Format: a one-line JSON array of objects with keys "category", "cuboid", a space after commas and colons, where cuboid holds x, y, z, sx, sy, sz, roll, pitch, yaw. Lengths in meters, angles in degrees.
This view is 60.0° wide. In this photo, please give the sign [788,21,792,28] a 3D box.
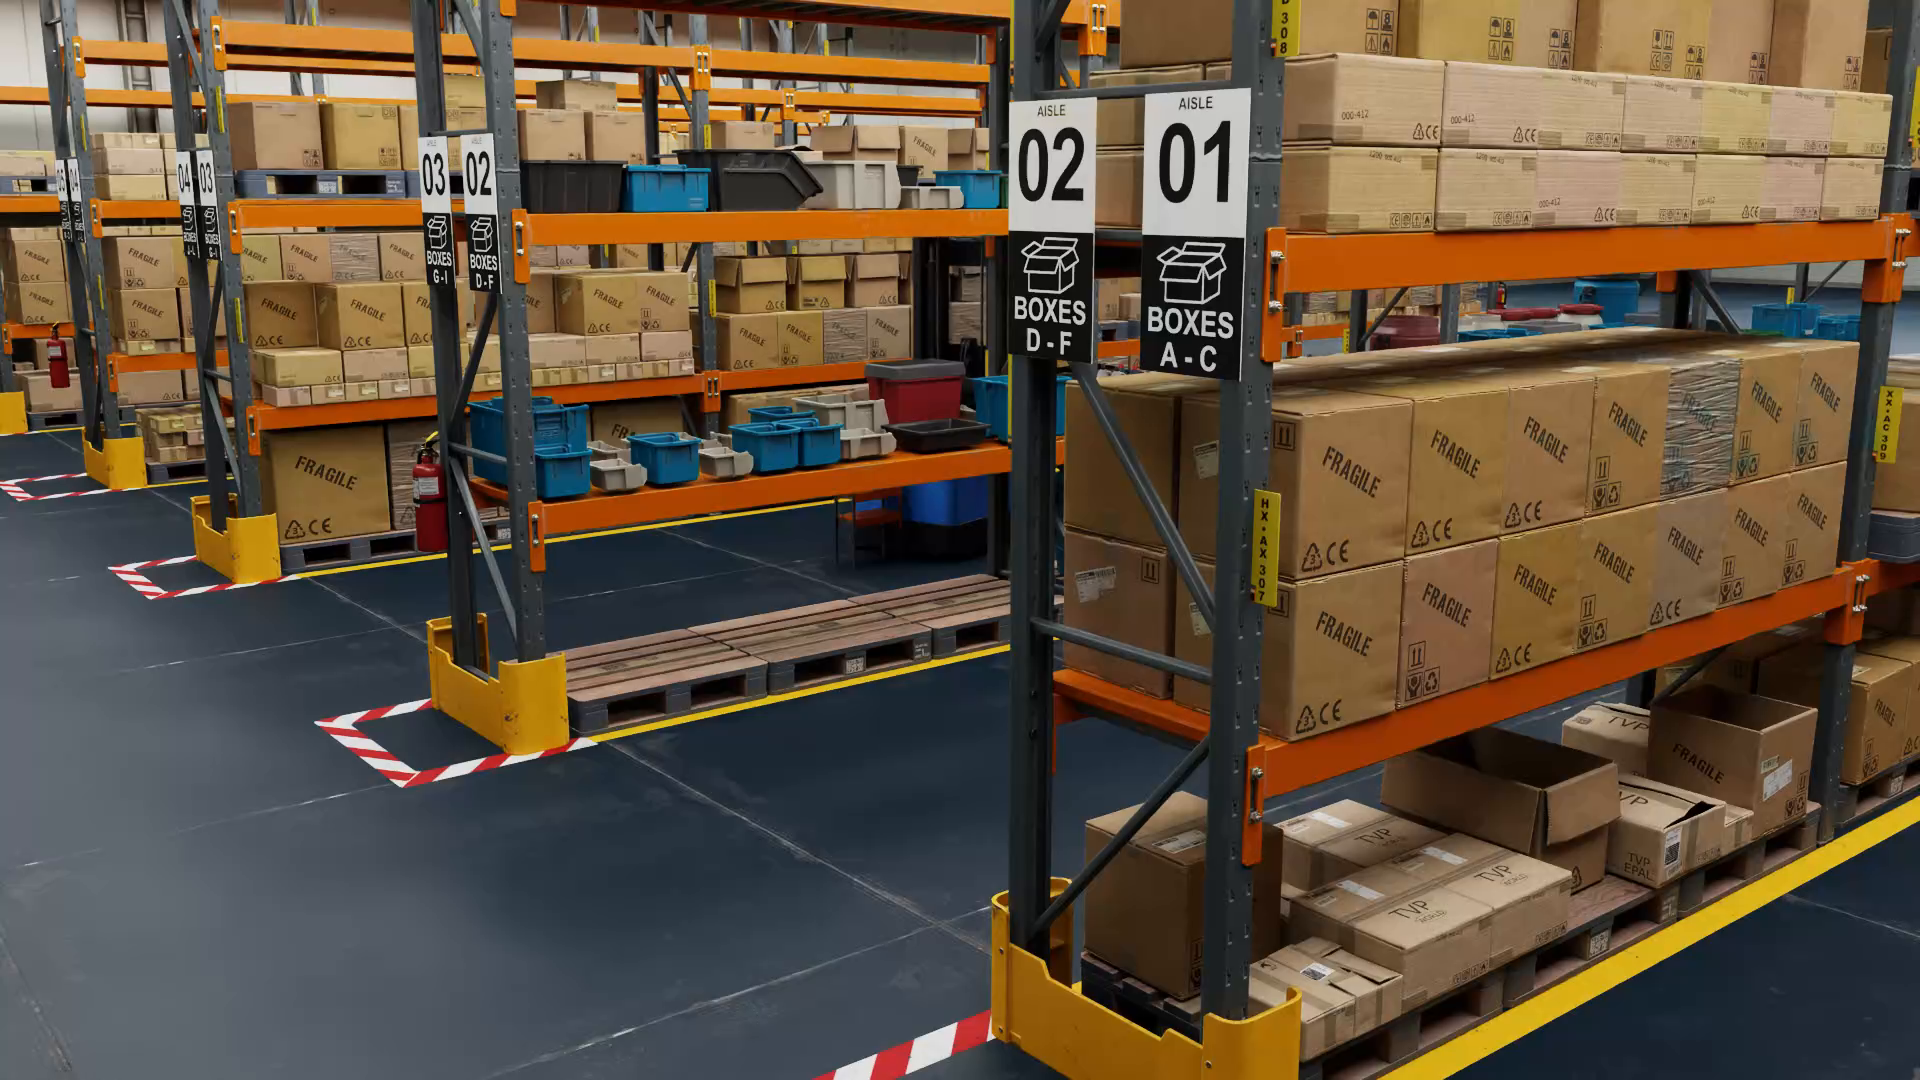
[{"category": "sign", "cuboid": [-2.088, -6.448, 20.390, 0.005, 0.325, 0.100, -9, 15, -38]}]

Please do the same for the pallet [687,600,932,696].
[{"category": "pallet", "cuboid": [-0.947, 0.661, 10.510, 1.213, 0.211, 1.003, -9, 15, -38]}]

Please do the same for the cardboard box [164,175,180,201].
[{"category": "cardboard box", "cuboid": [-7.757, -3.545, 16.740, 0.500, 0.250, 0.500, -9, 15, -36]}]

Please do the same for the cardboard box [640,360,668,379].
[{"category": "cardboard box", "cuboid": [-2.773, -1.519, 14.664, 0.250, 0.149, 0.380, -9, 15, -37]}]

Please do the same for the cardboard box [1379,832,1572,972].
[{"category": "cardboard box", "cuboid": [1.907, 1.334, 6.185, 0.500, 0.250, 0.500, -9, 15, -38]}]

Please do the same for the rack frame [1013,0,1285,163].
[{"category": "rack frame", "cuboid": [0.524, -2.576, 4.596, 0.127, 3.000, 1.000, -9, 15, -38]}]

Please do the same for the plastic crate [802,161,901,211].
[{"category": "plastic crate", "cuboid": [-0.644, -2.092, 9.824, 0.530, 0.282, 0.437, -9, 15, -38]}]

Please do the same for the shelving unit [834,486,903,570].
[{"category": "shelving unit", "cuboid": [-0.724, -0.407, 13.155, 0.503, 1.200, 0.258, -11, 16, -42]}]

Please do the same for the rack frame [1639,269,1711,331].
[{"category": "rack frame", "cuboid": [6.803, -2.002, 16.338, 0.127, 3.000, 1.000, -9, 15, -38]}]

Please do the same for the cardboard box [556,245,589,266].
[{"category": "cardboard box", "cuboid": [-5.846, -4.323, 24.616, 0.500, 0.500, 0.500, -10, 16, -39]}]

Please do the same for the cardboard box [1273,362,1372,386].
[{"category": "cardboard box", "cuboid": [1.094, -0.348, 5.896, 0.500, 0.500, 0.500, -9, 15, -36]}]

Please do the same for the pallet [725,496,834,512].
[{"category": "pallet", "cuboid": [-1.983, -0.516, 16.051, 1.213, 0.211, 1.003, -9, 15, -38]}]

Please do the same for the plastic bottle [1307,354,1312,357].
[{"category": "plastic bottle", "cuboid": [2.855, -1.387, 13.722, 0.133, 0.283, 0.061, -9, 15, -38]}]

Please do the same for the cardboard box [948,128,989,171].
[{"category": "cardboard box", "cuboid": [0.154, -3.919, 16.883, 0.637, 0.503, 0.797, -8, 15, -34]}]

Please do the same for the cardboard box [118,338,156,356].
[{"category": "cardboard box", "cuboid": [-8.223, -1.932, 16.612, 0.250, 0.149, 0.380, -10, 15, -38]}]

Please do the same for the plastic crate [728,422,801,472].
[{"category": "plastic crate", "cuboid": [-1.141, -0.542, 9.720, 0.300, 0.233, 0.416, -9, 15, -38]}]

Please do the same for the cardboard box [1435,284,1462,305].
[{"category": "cardboard box", "cuboid": [6.070, -3.368, 21.812, 0.500, 0.500, 0.875, -9, 15, -38]}]

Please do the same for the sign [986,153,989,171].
[{"category": "sign", "cuboid": [0.214, -2.526, 11.558, 0.005, 0.325, 0.100, -9, 15, -38]}]

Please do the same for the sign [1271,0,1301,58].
[{"category": "sign", "cuboid": [0.863, -1.448, 4.402, 0.005, 0.325, 0.100, -9, 15, -38]}]

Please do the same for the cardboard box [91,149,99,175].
[{"category": "cardboard box", "cuboid": [-8.480, -3.806, 16.766, 0.500, 0.250, 0.500, -10, 16, -39]}]

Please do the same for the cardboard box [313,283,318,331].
[{"category": "cardboard box", "cuboid": [-6.971, -2.476, 17.613, 0.500, 0.500, 0.500, -10, 16, -39]}]

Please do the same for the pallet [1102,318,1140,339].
[{"category": "pallet", "cuboid": [2.106, -2.456, 18.937, 1.213, 0.211, 1.003, -9, 15, -38]}]

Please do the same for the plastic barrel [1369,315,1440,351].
[{"category": "plastic barrel", "cuboid": [3.853, -1.659, 14.394, 0.708, 0.536, 0.600, -9, 15, -38]}]

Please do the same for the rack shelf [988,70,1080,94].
[{"category": "rack shelf", "cuboid": [2.147, -4.933, 18.392, 4.000, 0.370, 1.077, -9, 15, -38]}]

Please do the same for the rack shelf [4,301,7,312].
[{"category": "rack shelf", "cuboid": [-13.394, -3.568, 25.443, 4.000, 0.370, 1.077, -9, 15, -38]}]

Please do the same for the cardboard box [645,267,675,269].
[{"category": "cardboard box", "cuboid": [-3.736, -3.313, 20.672, 0.250, 0.149, 0.380, -9, 15, -35]}]

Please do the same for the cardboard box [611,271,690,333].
[{"category": "cardboard box", "cuboid": [-2.730, -2.104, 14.654, 0.500, 0.500, 0.500, -9, 15, -36]}]

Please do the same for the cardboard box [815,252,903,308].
[{"category": "cardboard box", "cuboid": [-1.026, -2.562, 16.316, 0.637, 0.503, 0.797, -9, 15, -36]}]

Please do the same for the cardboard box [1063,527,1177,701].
[{"category": "cardboard box", "cuboid": [0.704, 0.207, 5.690, 0.500, 0.500, 0.500, -9, 15, -36]}]

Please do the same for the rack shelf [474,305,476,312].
[{"category": "rack shelf", "cuboid": [-7.167, -3.283, 24.099, 4.000, 0.370, 1.077, -9, 15, -38]}]

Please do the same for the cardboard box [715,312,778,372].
[{"category": "cardboard box", "cuboid": [-2.023, -1.836, 15.312, 0.500, 0.500, 0.500, -9, 15, -37]}]

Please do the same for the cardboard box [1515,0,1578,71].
[{"category": "cardboard box", "cuboid": [1.682, -1.849, 5.748, 0.500, 0.500, 0.700, -9, 15, -38]}]

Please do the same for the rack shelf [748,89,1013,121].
[{"category": "rack shelf", "cuboid": [-0.873, -5.751, 22.242, 4.000, 0.370, 1.077, -9, 15, -38]}]

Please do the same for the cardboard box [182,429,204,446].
[{"category": "cardboard box", "cuboid": [-7.862, -1.075, 17.108, 0.250, 0.149, 0.380, -10, 15, -38]}]

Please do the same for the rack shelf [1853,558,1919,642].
[{"category": "rack shelf", "cuboid": [5.209, -0.068, 8.960, 4.000, 0.370, 1.077, -9, 15, -38]}]

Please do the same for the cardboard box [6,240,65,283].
[{"category": "cardboard box", "cuboid": [-11.300, -3.410, 20.319, 0.500, 0.500, 0.500, -10, 15, -39]}]

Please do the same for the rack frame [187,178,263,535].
[{"category": "rack frame", "cuboid": [-5.661, -1.249, 12.788, 0.127, 3.000, 1.000, -9, 15, -38]}]

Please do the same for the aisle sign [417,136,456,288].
[{"category": "aisle sign", "cuboid": [-2.807, -1.755, 8.914, 0.004, 0.787, 0.394, -9, 15, -38]}]

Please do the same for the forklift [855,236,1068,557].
[{"category": "forklift", "cuboid": [0.336, -1.555, 14.397, 1.130, 2.935, 3.031, 8, 14, 33]}]

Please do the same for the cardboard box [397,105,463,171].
[{"category": "cardboard box", "cuboid": [-4.401, -3.224, 13.375, 0.500, 0.500, 0.700, -11, 16, -41]}]

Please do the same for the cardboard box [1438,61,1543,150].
[{"category": "cardboard box", "cuboid": [1.483, -1.368, 5.286, 0.500, 0.250, 0.500, -9, 15, -38]}]

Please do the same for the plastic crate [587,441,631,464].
[{"category": "plastic crate", "cuboid": [-2.044, -0.481, 9.662, 0.243, 0.136, 0.396, -9, 15, -38]}]

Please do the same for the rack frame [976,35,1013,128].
[{"category": "rack frame", "cuboid": [0.641, -7.867, 29.512, 0.127, 3.000, 1.000, -9, 15, -38]}]

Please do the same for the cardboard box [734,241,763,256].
[{"category": "cardboard box", "cuboid": [-3.493, -4.585, 26.533, 0.500, 0.500, 0.500, -9, 15, -36]}]

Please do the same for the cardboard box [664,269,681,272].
[{"category": "cardboard box", "cuboid": [-3.542, -3.173, 20.009, 0.250, 0.149, 0.380, -9, 15, -35]}]

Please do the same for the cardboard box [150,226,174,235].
[{"category": "cardboard box", "cuboid": [-10.165, -3.907, 21.097, 0.250, 0.149, 0.380, -10, 16, -39]}]

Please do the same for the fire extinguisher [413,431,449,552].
[{"category": "fire extinguisher", "cuboid": [-2.969, -0.279, 9.306, 0.183, 0.674, 0.296, -9, 15, -38]}]

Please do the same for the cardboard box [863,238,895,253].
[{"category": "cardboard box", "cuboid": [-1.284, -3.832, 22.305, 0.500, 0.500, 0.700, -10, 15, -39]}]

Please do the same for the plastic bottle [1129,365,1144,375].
[{"category": "plastic bottle", "cuboid": [1.304, -1.113, 12.269, 0.185, 0.351, 0.144, -9, 15, -38]}]

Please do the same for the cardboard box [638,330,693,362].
[{"category": "cardboard box", "cuboid": [-2.719, -1.740, 14.747, 0.500, 0.250, 0.500, -10, 15, -39]}]

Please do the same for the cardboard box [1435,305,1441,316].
[{"category": "cardboard box", "cuboid": [6.175, -3.028, 21.774, 0.250, 0.149, 0.380, -9, 15, -38]}]

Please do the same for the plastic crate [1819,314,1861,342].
[{"category": "plastic crate", "cuboid": [9.723, -2.335, 18.263, 0.616, 0.251, 0.499, -9, 15, -38]}]

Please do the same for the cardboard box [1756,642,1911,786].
[{"category": "cardboard box", "cuboid": [4.178, 0.824, 7.987, 0.500, 0.500, 0.500, -10, 16, -40]}]

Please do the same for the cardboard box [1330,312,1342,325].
[{"category": "cardboard box", "cuboid": [4.446, -2.729, 20.365, 0.250, 0.149, 0.380, -9, 15, -38]}]

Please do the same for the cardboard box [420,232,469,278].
[{"category": "cardboard box", "cuboid": [-5.756, -3.164, 18.444, 0.500, 0.500, 0.500, -10, 16, -40]}]

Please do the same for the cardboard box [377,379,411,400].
[{"category": "cardboard box", "cuboid": [-4.576, -1.219, 13.254, 0.250, 0.149, 0.380, -10, 15, -39]}]

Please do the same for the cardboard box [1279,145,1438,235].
[{"category": "cardboard box", "cuboid": [1.084, -1.061, 5.043, 0.500, 0.250, 0.500, -9, 15, -38]}]
